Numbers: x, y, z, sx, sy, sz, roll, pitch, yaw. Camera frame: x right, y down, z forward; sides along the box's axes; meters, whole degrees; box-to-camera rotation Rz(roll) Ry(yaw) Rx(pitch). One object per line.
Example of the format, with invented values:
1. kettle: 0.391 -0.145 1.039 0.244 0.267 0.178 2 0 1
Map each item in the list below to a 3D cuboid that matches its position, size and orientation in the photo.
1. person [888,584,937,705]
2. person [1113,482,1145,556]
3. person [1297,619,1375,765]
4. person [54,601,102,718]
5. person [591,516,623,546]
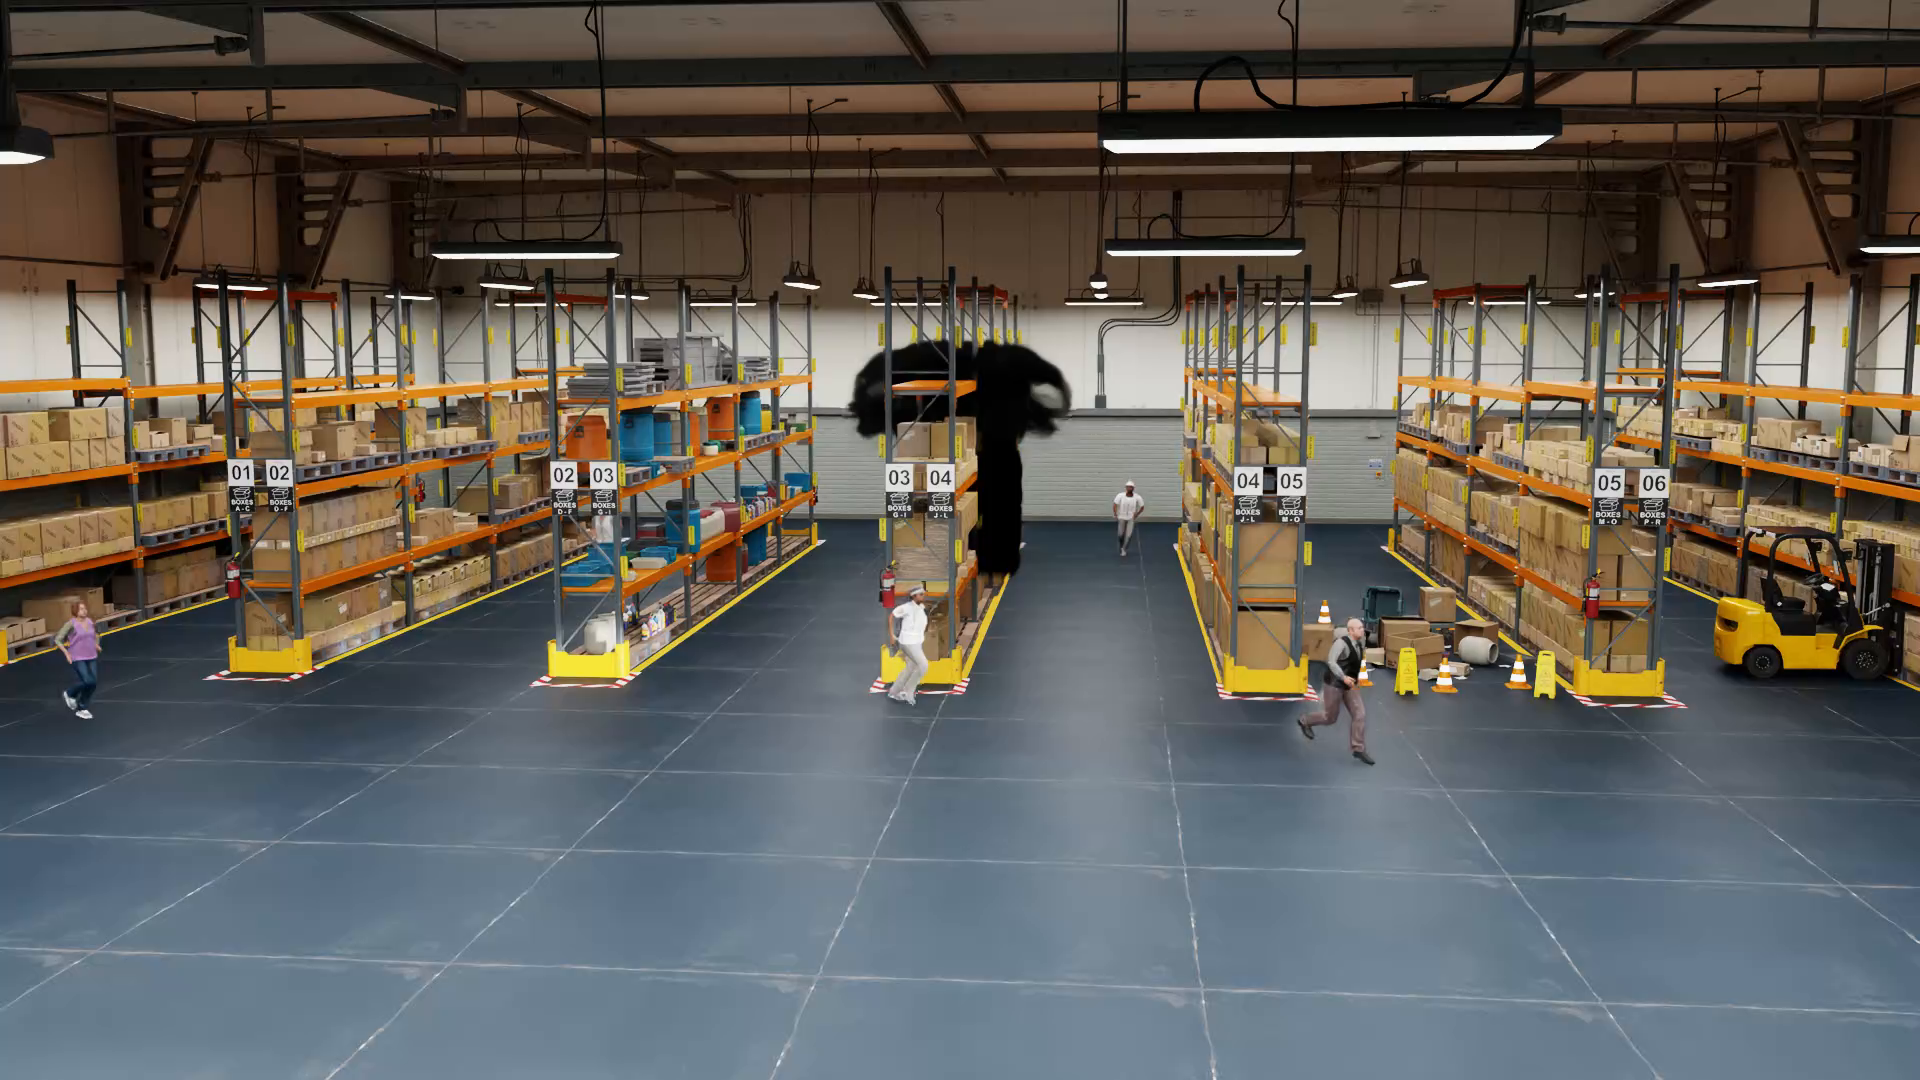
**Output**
1. person: -0.655 1.423 22.747 0.732 1.679 0.597 3 8 26
2. person: 3.882 -0.495 38.313 0.728 1.719 0.558 1 7 11
3. person: 4.520 1.768 19.887 0.659 1.717 1.062 -6 9 -42
4. person: -11.557 1.582 21.922 0.540 1.560 0.532 3 8 24
5. person: -7.130 0.068 33.589 0.655 1.764 0.678 1 7 10
